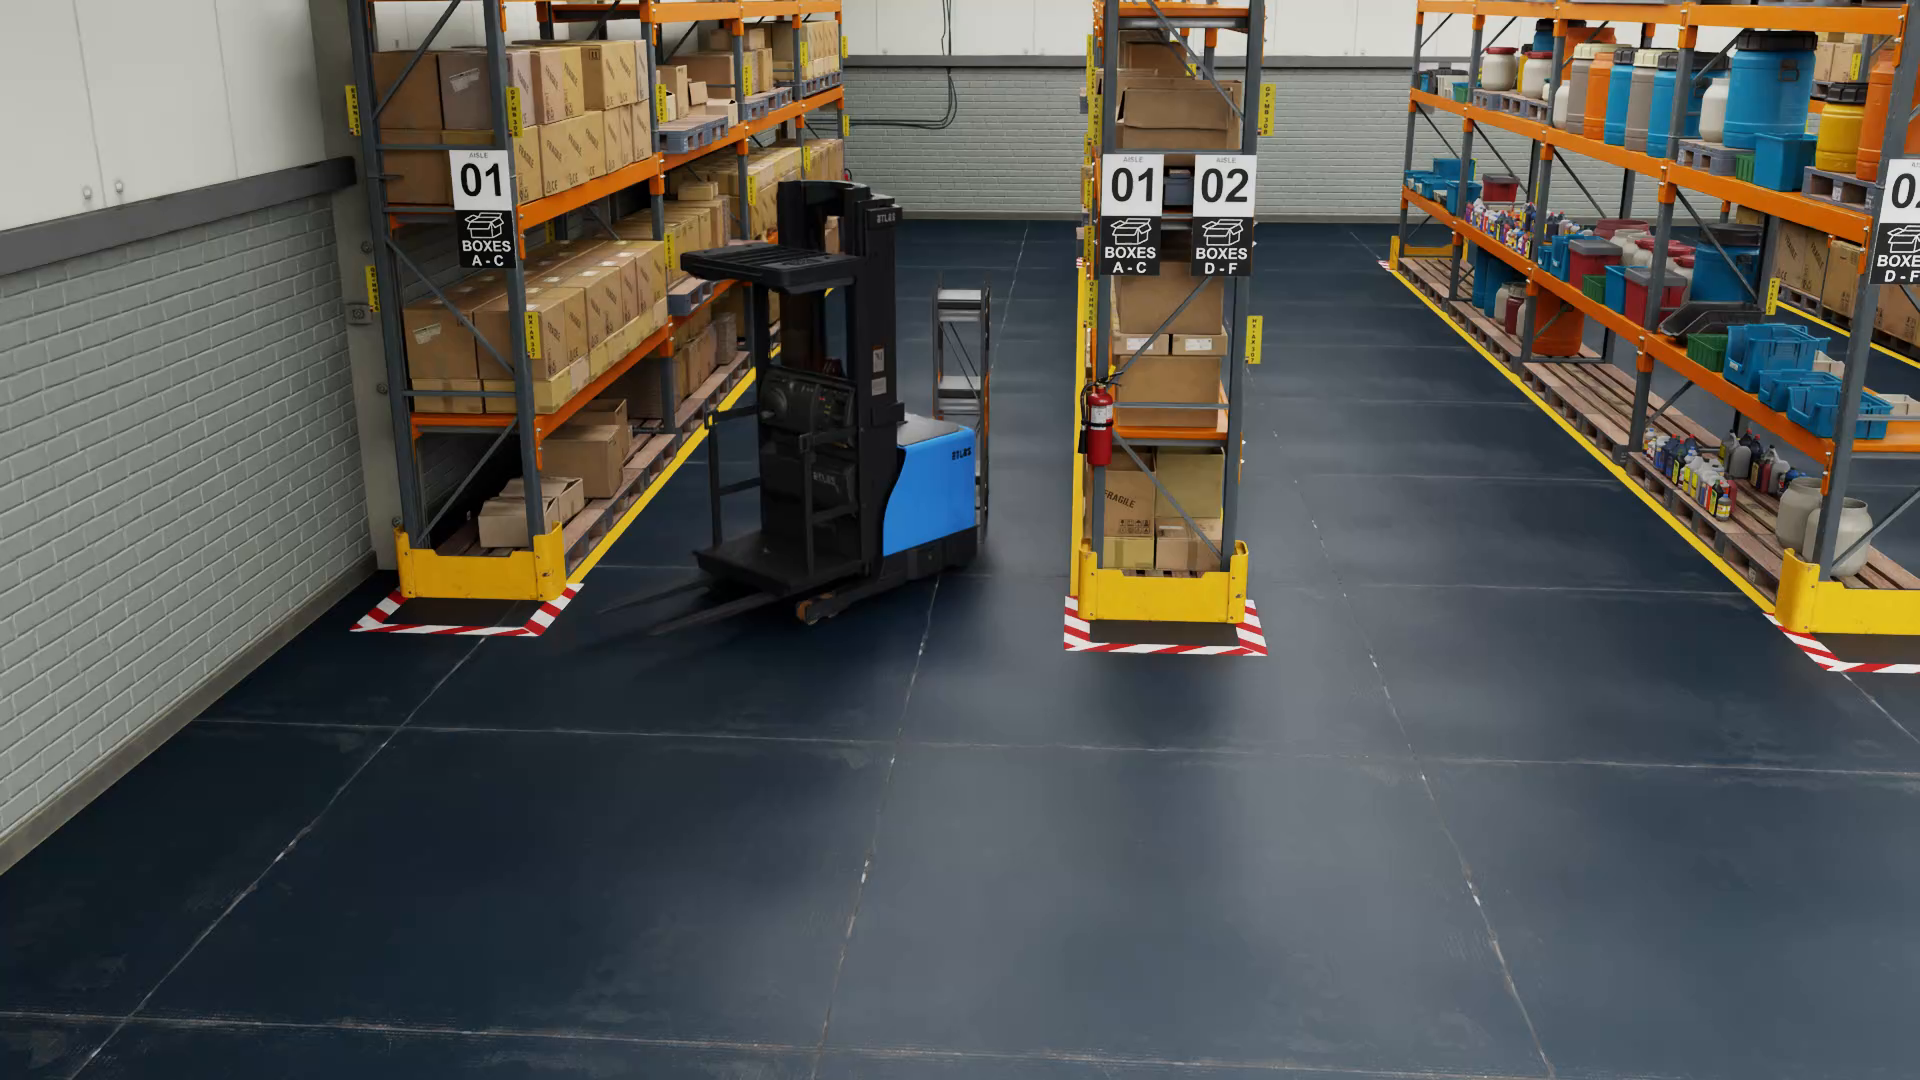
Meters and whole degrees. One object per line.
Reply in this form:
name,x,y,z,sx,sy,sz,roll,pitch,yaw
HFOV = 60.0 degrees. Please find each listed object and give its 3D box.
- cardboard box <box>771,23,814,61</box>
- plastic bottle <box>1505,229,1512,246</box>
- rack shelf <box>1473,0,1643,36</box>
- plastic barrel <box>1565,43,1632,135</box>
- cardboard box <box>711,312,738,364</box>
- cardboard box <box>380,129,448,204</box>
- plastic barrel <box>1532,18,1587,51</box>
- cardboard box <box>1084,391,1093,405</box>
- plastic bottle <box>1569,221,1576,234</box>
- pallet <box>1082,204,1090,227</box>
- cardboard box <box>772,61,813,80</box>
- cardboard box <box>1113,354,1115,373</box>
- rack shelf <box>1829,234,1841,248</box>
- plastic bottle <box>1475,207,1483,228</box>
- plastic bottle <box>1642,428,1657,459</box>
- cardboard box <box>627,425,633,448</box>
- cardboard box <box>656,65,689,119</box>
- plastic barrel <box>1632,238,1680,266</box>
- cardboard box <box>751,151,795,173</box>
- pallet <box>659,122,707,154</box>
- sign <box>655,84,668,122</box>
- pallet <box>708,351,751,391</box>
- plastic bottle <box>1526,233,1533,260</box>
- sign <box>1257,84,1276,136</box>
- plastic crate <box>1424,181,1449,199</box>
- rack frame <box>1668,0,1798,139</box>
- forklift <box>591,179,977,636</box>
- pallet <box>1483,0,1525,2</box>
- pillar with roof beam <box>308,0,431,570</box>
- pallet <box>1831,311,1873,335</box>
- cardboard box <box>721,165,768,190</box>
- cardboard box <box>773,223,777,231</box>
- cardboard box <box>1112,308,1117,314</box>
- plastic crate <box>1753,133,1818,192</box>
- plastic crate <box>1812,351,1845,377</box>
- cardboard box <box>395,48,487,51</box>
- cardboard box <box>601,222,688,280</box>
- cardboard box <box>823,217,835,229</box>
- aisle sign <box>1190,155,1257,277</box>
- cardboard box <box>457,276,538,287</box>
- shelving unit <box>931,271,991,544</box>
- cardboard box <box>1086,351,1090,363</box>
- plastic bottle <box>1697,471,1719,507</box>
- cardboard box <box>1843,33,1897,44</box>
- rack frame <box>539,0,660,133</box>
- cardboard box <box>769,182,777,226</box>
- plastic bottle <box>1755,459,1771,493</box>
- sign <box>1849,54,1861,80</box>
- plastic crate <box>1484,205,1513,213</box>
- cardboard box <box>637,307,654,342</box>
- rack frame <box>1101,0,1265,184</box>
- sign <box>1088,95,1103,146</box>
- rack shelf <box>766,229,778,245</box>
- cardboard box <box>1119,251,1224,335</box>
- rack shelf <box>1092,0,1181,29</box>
cardboard box,-2.324,-6.923,23.119,0.500,0.500,0.500,1,18,3
plastic bottle,6.636,-3.647,20.054,0.097,0.201,0.097,0,18,0
rack shelf,7.084,-6.227,19.773,1.077,0.370,4.000,1,18,4
plastic barrel,6.665,-4.701,17.329,0.600,0.901,0.600,0,18,0
cardboard box,-2.941,-2.305,18.947,0.700,0.500,0.500,2,18,5
cardboard box,-3.737,-2.641,11.657,0.500,0.500,0.500,3,18,8
plastic barrel,7.257,-5.859,20.190,0.600,0.901,0.708,1,18,4
cardboard box,1.296,-0.958,14.067,0.500,0.500,0.500,1,18,4
plastic bottle,7.422,-3.717,20.136,0.061,0.283,0.133,1,18,4
pallet,2.121,-4.304,22.050,1.003,0.211,1.213,1,18,4
cardboard box,-2.342,-6.561,23.216,0.500,0.250,0.500,1,18,4
cardboard box,1.581,-1.587,13.290,0.700,0.500,0.500,2,18,6
rack shelf,12.024,-3.456,20.308,1.077,0.370,4.000,1,18,4
plastic bottle,6.752,-4.184,21.581,0.097,0.271,0.097,0,18,0
plastic bottle,6.193,-0.868,14.930,0.097,0.271,0.097,0,18,0
cardboard box,-3.236,-0.962,15.385,0.380,0.166,0.250,-1,18,-3
cardboard box,-3.021,-4.490,16.655,0.500,0.500,0.500,1,18,2
plastic barrel,7.024,-2.764,16.823,0.433,0.535,0.433,0,18,0
cardboard box,-2.479,-4.996,21.978,0.500,0.250,0.500,2,18,5
pallet,-3.078,-3.792,15.661,1.213,0.211,1.003,1,18,4
sign,-2.686,-3.927,14.944,0.100,0.325,0.005,1,18,4
pallet,-2.999,-1.941,19.006,1.003,0.211,1.213,1,18,4
plastic bottle,6.544,-3.367,19.068,0.061,0.283,0.133,1,18,4
sign,1.980,-2.778,10.737,0.100,0.325,0.005,1,18,4
plastic crate,7.052,-5.149,24.493,0.416,0.233,0.300,1,18,4
rack frame,6.654,-4.896,13.912,1.000,3.000,0.127,1,18,4
forklift,-1.233,-0.980,11.706,1.130,2.935,3.031,16,24,40
pallet,7.198,-6.843,20.800,1.003,0.211,1.213,1,18,4
pillar with roof beam,-0.033,-4.015,11.225,9.100,9.000,0.400,1,18,4
pallet,12.187,-2.852,21.789,1.003,0.211,1.213,1,18,4
cardboard box,-2.614,-4.365,20.053,0.500,0.250,0.500,1,18,3
cardboard box,-2.562,-4.054,21.348,0.380,0.149,0.250,2,18,6
cardboard box,1.320,-1.632,12.383,0.380,0.149,0.250,2,18,5
plastic crate,6.203,-2.819,12.418,0.392,0.384,0.575,1,18,4
plastic crate,6.790,-1.410,13.331,0.530,0.136,0.437,1,18,4
cardboard box,-3.716,-3.291,12.033,0.500,0.500,0.500,2,18,7
cardboard box,-3.110,-2.853,16.446,0.700,0.500,0.500,3,18,10
cardboard box,-2.163,-4.970,26.071,0.380,0.149,0.250,2,18,5
aisle sign,1.727,-2.122,10.908,0.394,0.787,0.004,1,18,4
cardboard box,-3.614,-1.786,13.061,0.500,0.500,0.500,1,18,2
shelving unit,0.012,-1.049,13.253,0.431,2.100,0.503,1,18,4
cardboard box,1.525,-1.765,16.833,0.500,0.311,0.500,1,18,4
plastic bottle,6.116,-0.418,13.550,0.152,0.276,0.135,1,18,2
cardboard box,12.241,-6.787,22.302,0.500,0.250,0.500,0,18,0
rack frame,-3.228,-5.117,14.587,1.000,3.000,0.127,1,18,4
cardboard box,-2.568,-4.168,20.657,0.500,0.500,0.500,1,18,4
plastic bottle,6.736,-0.549,13.936,0.061,0.283,0.133,1,18,4
sign,11.614,-6.140,21.568,0.100,0.325,0.005,1,18,4
plastic crate,7.403,-4.574,22.892,0.396,0.136,0.243,1,18,4
cardboard box,-3.004,-1.896,14.600,0.500,0.250,0.500,1,18,4
rack frame,1.426,-3.765,10.462,1.000,3.000,0.127,1,18,4
sign,0.886,-2.739,10.853,0.100,0.325,0.005,1,18,4
rack shelf,-2.798,-3.788,21.320,1.077,0.370,4.000,1,18,4
cardboard box,1.476,-1.739,11.670,0.700,0.500,0.500,1,18,4
rack shelf,2.143,-6.339,20.114,1.077,0.370,4.000,1,18,4
